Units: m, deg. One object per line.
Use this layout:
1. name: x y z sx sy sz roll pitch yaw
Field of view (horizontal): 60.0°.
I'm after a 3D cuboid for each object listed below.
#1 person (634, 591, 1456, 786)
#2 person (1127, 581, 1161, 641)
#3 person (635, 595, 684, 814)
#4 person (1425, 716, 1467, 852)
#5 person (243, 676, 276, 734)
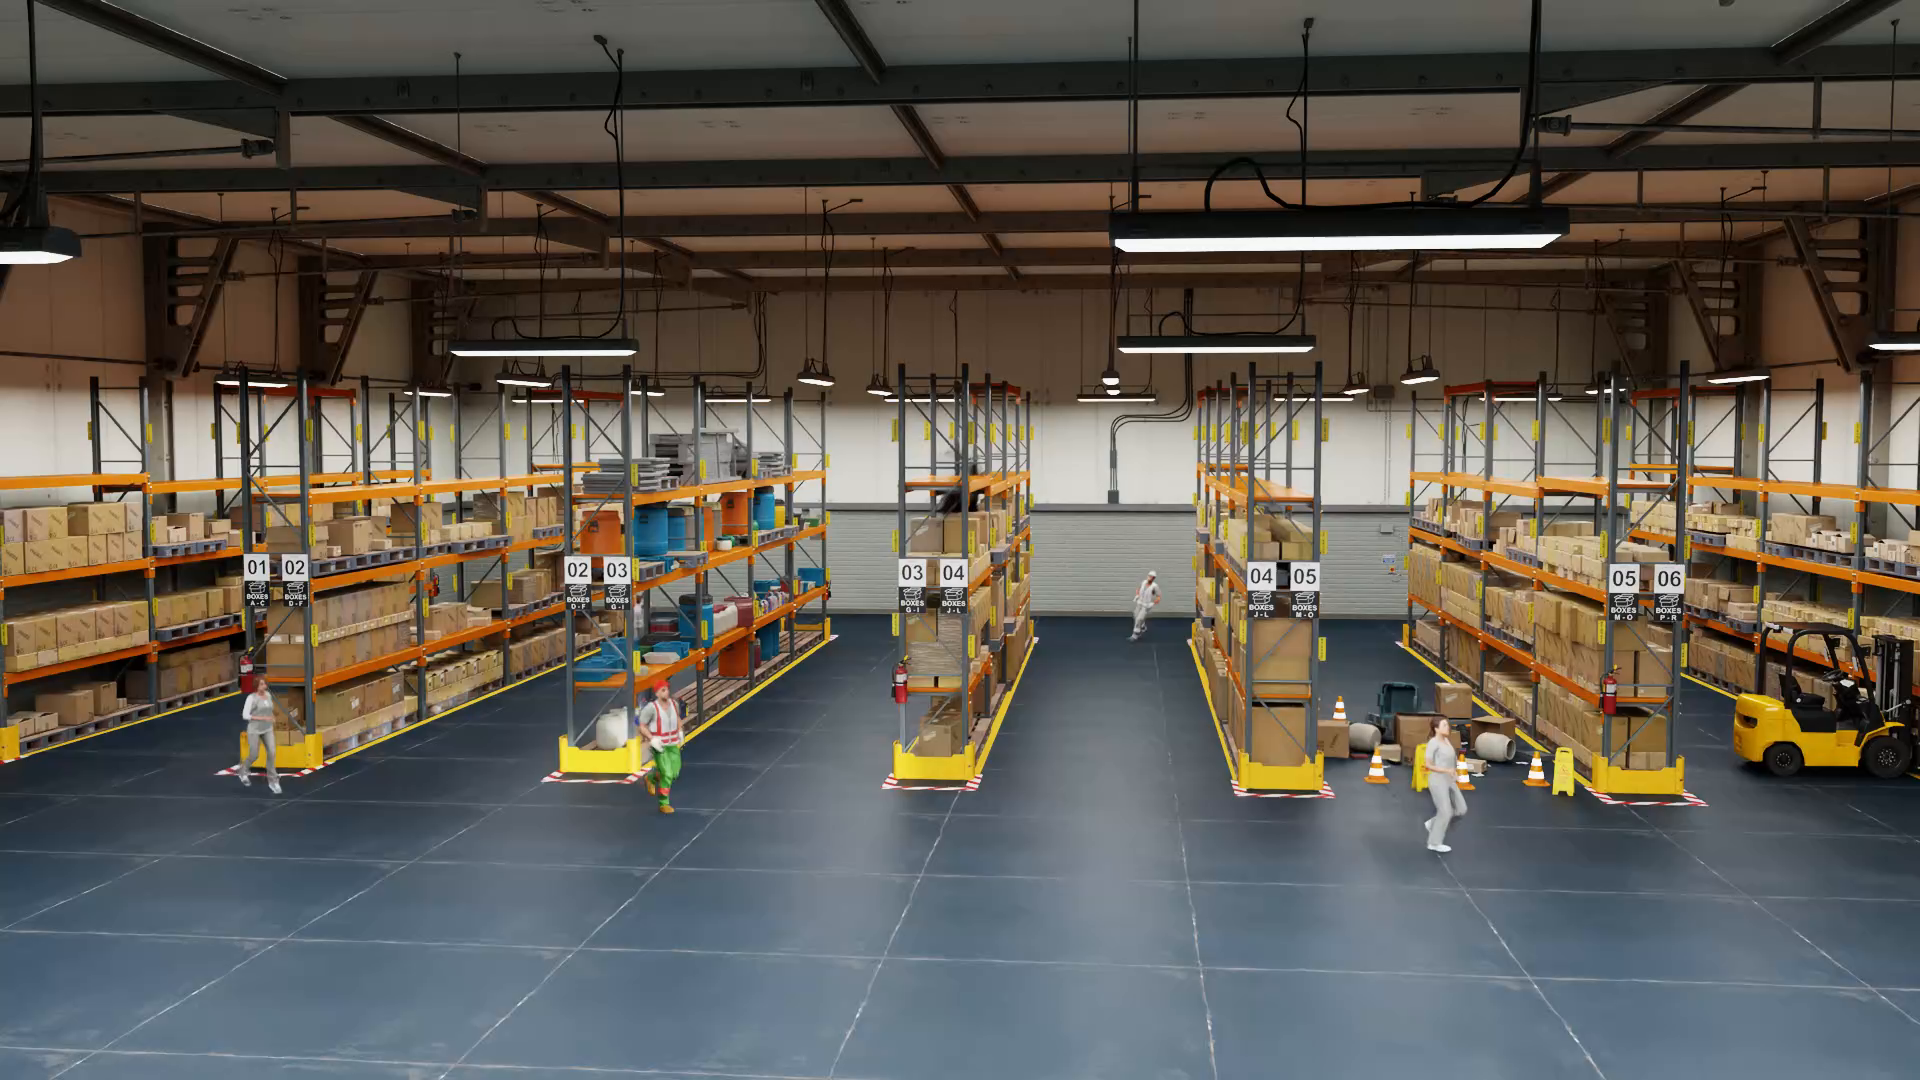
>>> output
1. person: -0.561 2.387 27.905 12.471 1.675 17.227 0 4 -3
2. person: 4.415 1.704 39.989 0.777 1.475 0.794 -3 5 -36
3. person: -5.439 2.278 28.885 12.225 1.760 8.497 4 5 44
4. person: 5.779 2.909 19.840 0.558 1.624 0.568 -3 5 -41
5. person: -9.694 2.292 23.136 0.524 0.794 0.541 2 4 33
